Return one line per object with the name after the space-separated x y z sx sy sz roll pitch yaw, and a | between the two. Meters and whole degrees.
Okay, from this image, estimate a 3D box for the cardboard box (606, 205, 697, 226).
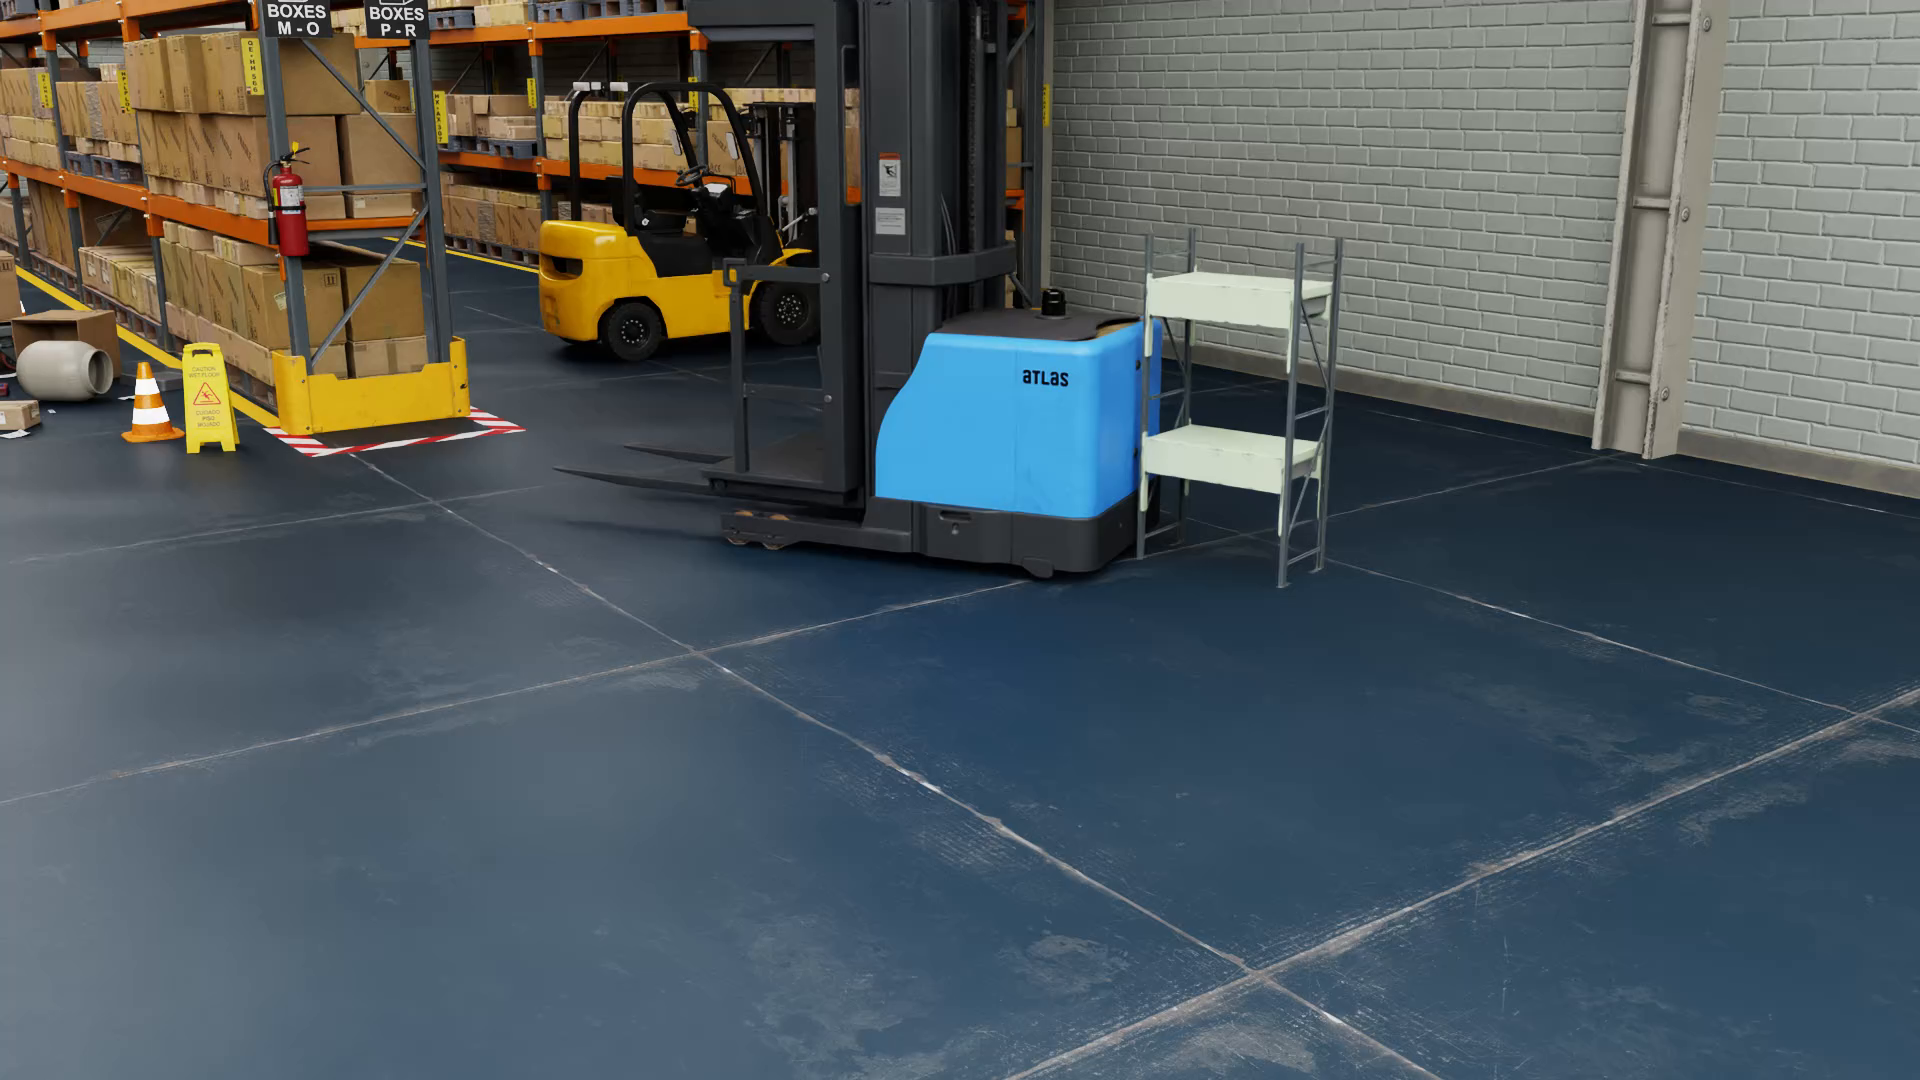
-3.330 -3.329 18.261 0.875 0.625 0.625 -12 19 -37 | cardboard box

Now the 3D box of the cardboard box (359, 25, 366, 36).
-8.354 -7.277 23.775 0.380 0.149 0.250 -11 19 -34 | cardboard box

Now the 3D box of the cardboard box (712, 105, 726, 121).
-2.145 -4.088 15.910 0.380 0.149 0.250 -11 19 -35 | cardboard box

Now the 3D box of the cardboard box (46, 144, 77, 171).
-8.992 -3.914 16.977 0.500 0.250 0.500 -12 19 -36 | cardboard box

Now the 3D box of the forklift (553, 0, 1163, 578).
-0.589 -1.484 7.948 3.031 2.935 1.130 7 17 24 | forklift

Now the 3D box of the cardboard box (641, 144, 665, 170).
-2.928 -3.936 17.061 0.500 0.250 0.500 -11 19 -35 | cardboard box

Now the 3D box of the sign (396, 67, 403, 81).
-8.715 -7.191 25.874 0.100 0.325 0.005 -11 19 -35 | sign

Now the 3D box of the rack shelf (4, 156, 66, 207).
-9.661 -3.998 18.365 1.077 0.370 4.000 -11 19 -35 | rack shelf

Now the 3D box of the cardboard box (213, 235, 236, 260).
-5.032 -2.070 11.721 0.380 0.149 0.250 -10 18 -32 | cardboard box

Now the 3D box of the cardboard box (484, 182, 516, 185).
-6.215 -4.764 22.511 0.380 0.149 0.250 -11 19 -35 | cardboard box

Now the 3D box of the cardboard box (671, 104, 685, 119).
-2.667 -4.287 16.640 0.380 0.149 0.250 -11 19 -35 | cardboard box

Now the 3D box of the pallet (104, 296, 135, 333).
-7.313 -2.146 15.516 1.003 0.211 1.213 -11 19 -35 | pallet

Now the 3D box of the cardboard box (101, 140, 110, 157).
-7.533 -3.549 15.040 0.380 0.149 0.250 -10 18 -33 | cardboard box

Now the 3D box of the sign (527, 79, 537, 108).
-4.905 -5.123 19.070 0.100 0.325 0.005 -11 19 -35 | sign

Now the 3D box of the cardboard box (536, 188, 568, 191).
-5.150 -4.381 21.112 0.380 0.149 0.250 -11 19 -36 | cardboard box

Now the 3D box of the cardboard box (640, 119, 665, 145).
-2.924 -4.178 16.996 0.500 0.250 0.500 -11 19 -36 | cardboard box

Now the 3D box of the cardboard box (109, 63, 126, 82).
-7.003 -3.980 14.158 0.380 0.149 0.250 -12 19 -36 | cardboard box

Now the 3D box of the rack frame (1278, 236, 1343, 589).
1.526 -0.550 7.244 0.023 1.500 0.400 12 19 37 | rack frame

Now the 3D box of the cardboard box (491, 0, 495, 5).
-5.433 -6.520 20.064 0.380 0.149 0.250 -11 19 -34 | cardboard box

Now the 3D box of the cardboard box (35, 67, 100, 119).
-9.000 -4.519 16.820 0.500 0.500 0.500 -11 19 -36 | cardboard box

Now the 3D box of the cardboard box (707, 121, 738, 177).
-2.070 -3.748 15.900 0.500 0.500 0.500 -12 19 -36 | cardboard box

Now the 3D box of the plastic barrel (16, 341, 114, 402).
-6.220 -1.173 11.561 0.512 0.421 0.421 1 15 4 | plastic barrel

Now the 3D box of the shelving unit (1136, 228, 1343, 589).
1.239 -0.610 7.462 0.755 1.500 0.431 12 19 37 | shelving unit

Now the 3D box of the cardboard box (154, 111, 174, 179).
-5.786 -3.015 12.657 0.500 0.500 0.500 -11 19 -35 | cardboard box

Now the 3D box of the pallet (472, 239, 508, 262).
-5.594 -3.770 21.451 1.003 0.211 1.213 -11 19 -35 | pallet

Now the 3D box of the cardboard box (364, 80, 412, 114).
-8.245 -6.372 23.974 0.500 0.500 0.500 -10 18 -33 | cardboard box

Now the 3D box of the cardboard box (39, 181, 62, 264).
-9.870 -3.638 18.917 0.875 0.875 0.875 -10 18 -33 | cardboard box

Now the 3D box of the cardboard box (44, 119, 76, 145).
-8.975 -4.151 16.898 0.500 0.250 0.500 -11 19 -35 | cardboard box

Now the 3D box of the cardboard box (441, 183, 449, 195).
-6.828 -4.735 22.407 0.380 0.149 0.250 -10 18 -32 | cardboard box

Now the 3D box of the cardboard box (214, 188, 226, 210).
-4.983 -2.398 11.630 0.380 0.149 0.250 -11 19 -35 | cardboard box

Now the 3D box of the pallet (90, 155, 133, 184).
-7.288 -3.409 15.214 1.003 0.211 1.213 -11 19 -35 | pallet

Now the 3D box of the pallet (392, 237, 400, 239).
-7.948 -4.606 24.506 1.003 0.211 1.213 -11 19 -35 | pallet

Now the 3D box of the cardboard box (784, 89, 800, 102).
-1.351 -3.963 14.892 0.380 0.149 0.250 -11 19 -35 | cardboard box

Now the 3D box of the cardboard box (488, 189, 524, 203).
-5.724 -4.353 21.009 0.380 0.149 0.250 -12 19 -37 | cardboard box

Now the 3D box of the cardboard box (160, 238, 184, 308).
-6.004 -2.134 13.184 0.500 0.500 0.500 -10 18 -32 | cardboard box

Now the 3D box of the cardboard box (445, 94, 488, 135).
-6.416 -5.546 21.672 0.700 0.500 0.500 -11 19 -34 | cardboard box

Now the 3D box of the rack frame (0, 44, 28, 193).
-13.189 -5.627 22.951 1.000 3.000 0.127 -11 19 -35 | rack frame

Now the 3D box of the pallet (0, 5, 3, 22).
-11.309 -6.353 20.091 1.003 0.211 1.213 -11 19 -35 | pallet

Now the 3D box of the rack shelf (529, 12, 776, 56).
-3.296 -5.362 17.666 1.077 0.370 4.000 -11 19 -35 | rack shelf

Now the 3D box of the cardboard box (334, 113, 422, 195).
-3.835 -2.546 10.943 0.500 0.500 0.500 -11 19 -35 | cardboard box

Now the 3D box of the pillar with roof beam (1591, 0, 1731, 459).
0.597 -4.214 6.426 9.100 9.000 0.400 -11 19 -35 | pillar with roof beam

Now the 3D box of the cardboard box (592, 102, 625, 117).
-3.755 -4.663 18.012 0.380 0.149 0.250 -10 18 -33 | cardboard box

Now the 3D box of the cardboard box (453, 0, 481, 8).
-6.045 -6.670 20.574 0.380 0.149 0.250 -10 18 -33 | cardboard box

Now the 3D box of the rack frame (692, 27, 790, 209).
-2.120 -3.835 16.407 1.000 3.000 0.127 -11 19 -35 | rack frame

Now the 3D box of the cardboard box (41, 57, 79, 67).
-10.812 -5.723 19.993 0.380 0.149 0.250 -11 19 -35 | cardboard box

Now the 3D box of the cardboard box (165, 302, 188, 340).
-6.004 -1.773 13.283 0.500 0.250 0.500 -12 19 -37 | cardboard box

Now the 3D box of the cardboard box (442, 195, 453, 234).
-6.722 -4.402 22.418 0.500 0.500 0.500 -10 18 -32 | cardboard box

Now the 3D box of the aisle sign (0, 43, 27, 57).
-12.980 -6.944 22.840 0.394 0.787 0.004 -11 19 -35 | aisle sign

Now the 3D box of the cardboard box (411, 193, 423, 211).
-7.811 -4.839 24.014 0.700 0.500 0.500 -12 19 -37 | cardboard box

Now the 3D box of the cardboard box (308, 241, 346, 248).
-4.967 -2.000 12.695 0.500 0.500 0.500 -10 18 -32 | cardboard box

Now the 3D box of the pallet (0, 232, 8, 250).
-12.655 -4.123 22.740 1.003 0.211 1.213 -11 19 -35 | pallet

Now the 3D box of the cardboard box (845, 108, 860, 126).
-0.808 -3.592 14.100 0.380 0.149 0.250 -12 19 -36 | cardboard box

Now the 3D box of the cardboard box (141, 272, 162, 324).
-6.443 -2.111 14.288 0.950 0.372 0.625 -11 19 -34 | cardboard box

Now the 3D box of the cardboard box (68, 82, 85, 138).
-8.095 -4.070 15.717 0.500 0.500 0.500 -10 18 -32 | cardboard box
